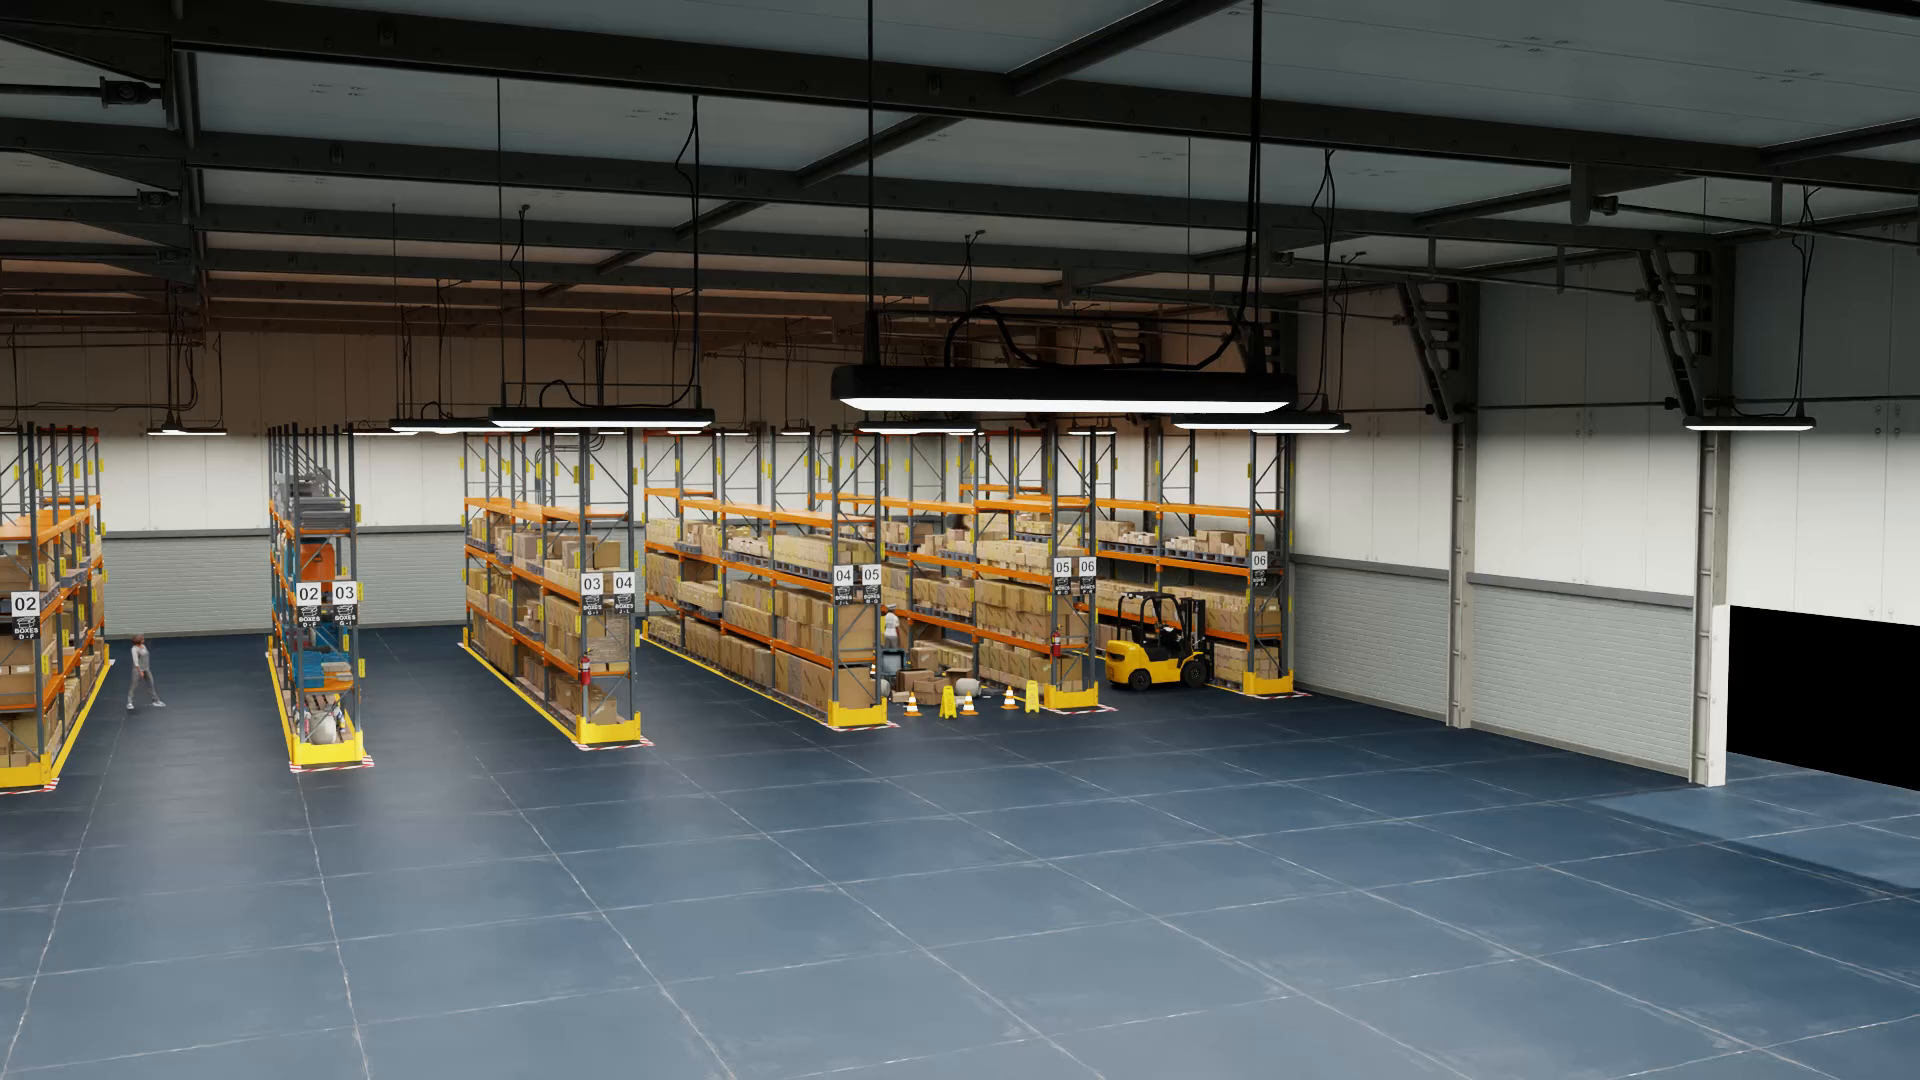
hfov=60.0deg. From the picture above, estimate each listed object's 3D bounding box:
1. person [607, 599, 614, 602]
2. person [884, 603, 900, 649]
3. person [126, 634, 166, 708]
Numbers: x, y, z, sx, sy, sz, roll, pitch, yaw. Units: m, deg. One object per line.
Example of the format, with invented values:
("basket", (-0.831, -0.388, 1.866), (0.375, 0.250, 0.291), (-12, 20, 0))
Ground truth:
("person", (-10.199, 1.904, 48.414), (0.651, 1.744, 1.062), (0, 3, -1))
("person", (-1.647, 2.389, 40.701), (0.505, 1.680, 0.384), (3, 4, 39))
("person", (-17.324, 2.770, 35.284), (0.613, 1.581, 0.606), (1, 4, 18))
